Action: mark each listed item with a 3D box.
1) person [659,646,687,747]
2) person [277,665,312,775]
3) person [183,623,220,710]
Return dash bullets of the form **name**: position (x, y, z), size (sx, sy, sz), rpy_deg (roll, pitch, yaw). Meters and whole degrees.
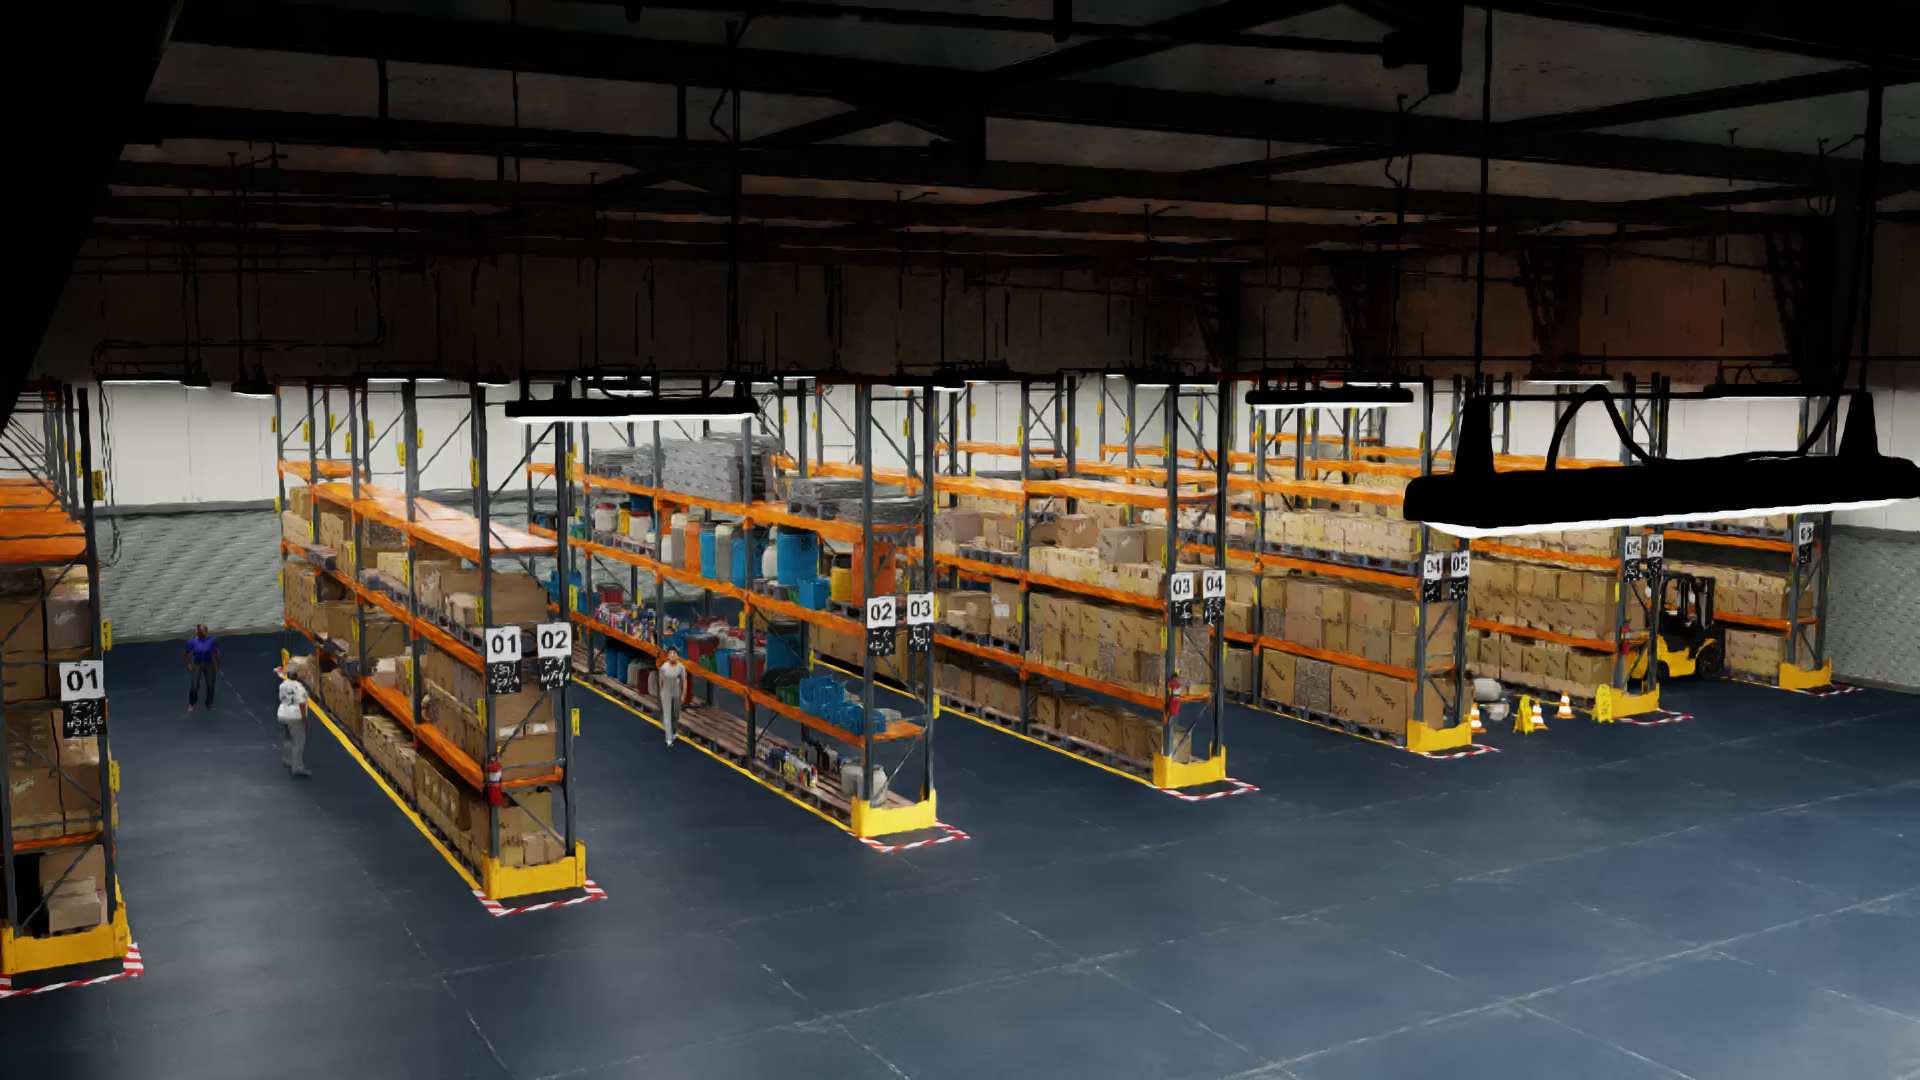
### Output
- **person**: position (-4.701, 2.537, 27.283), size (0.445, 1.603, 1.019), rpy_deg (-2, 7, -20)
- **person**: position (-10.124, 2.728, 25.320), size (0.530, 1.668, 0.449), rpy_deg (3, 7, 28)
- **person**: position (-13.621, 2.275, 29.893), size (0.592, 1.604, 0.518), rpy_deg (-4, 7, -32)
